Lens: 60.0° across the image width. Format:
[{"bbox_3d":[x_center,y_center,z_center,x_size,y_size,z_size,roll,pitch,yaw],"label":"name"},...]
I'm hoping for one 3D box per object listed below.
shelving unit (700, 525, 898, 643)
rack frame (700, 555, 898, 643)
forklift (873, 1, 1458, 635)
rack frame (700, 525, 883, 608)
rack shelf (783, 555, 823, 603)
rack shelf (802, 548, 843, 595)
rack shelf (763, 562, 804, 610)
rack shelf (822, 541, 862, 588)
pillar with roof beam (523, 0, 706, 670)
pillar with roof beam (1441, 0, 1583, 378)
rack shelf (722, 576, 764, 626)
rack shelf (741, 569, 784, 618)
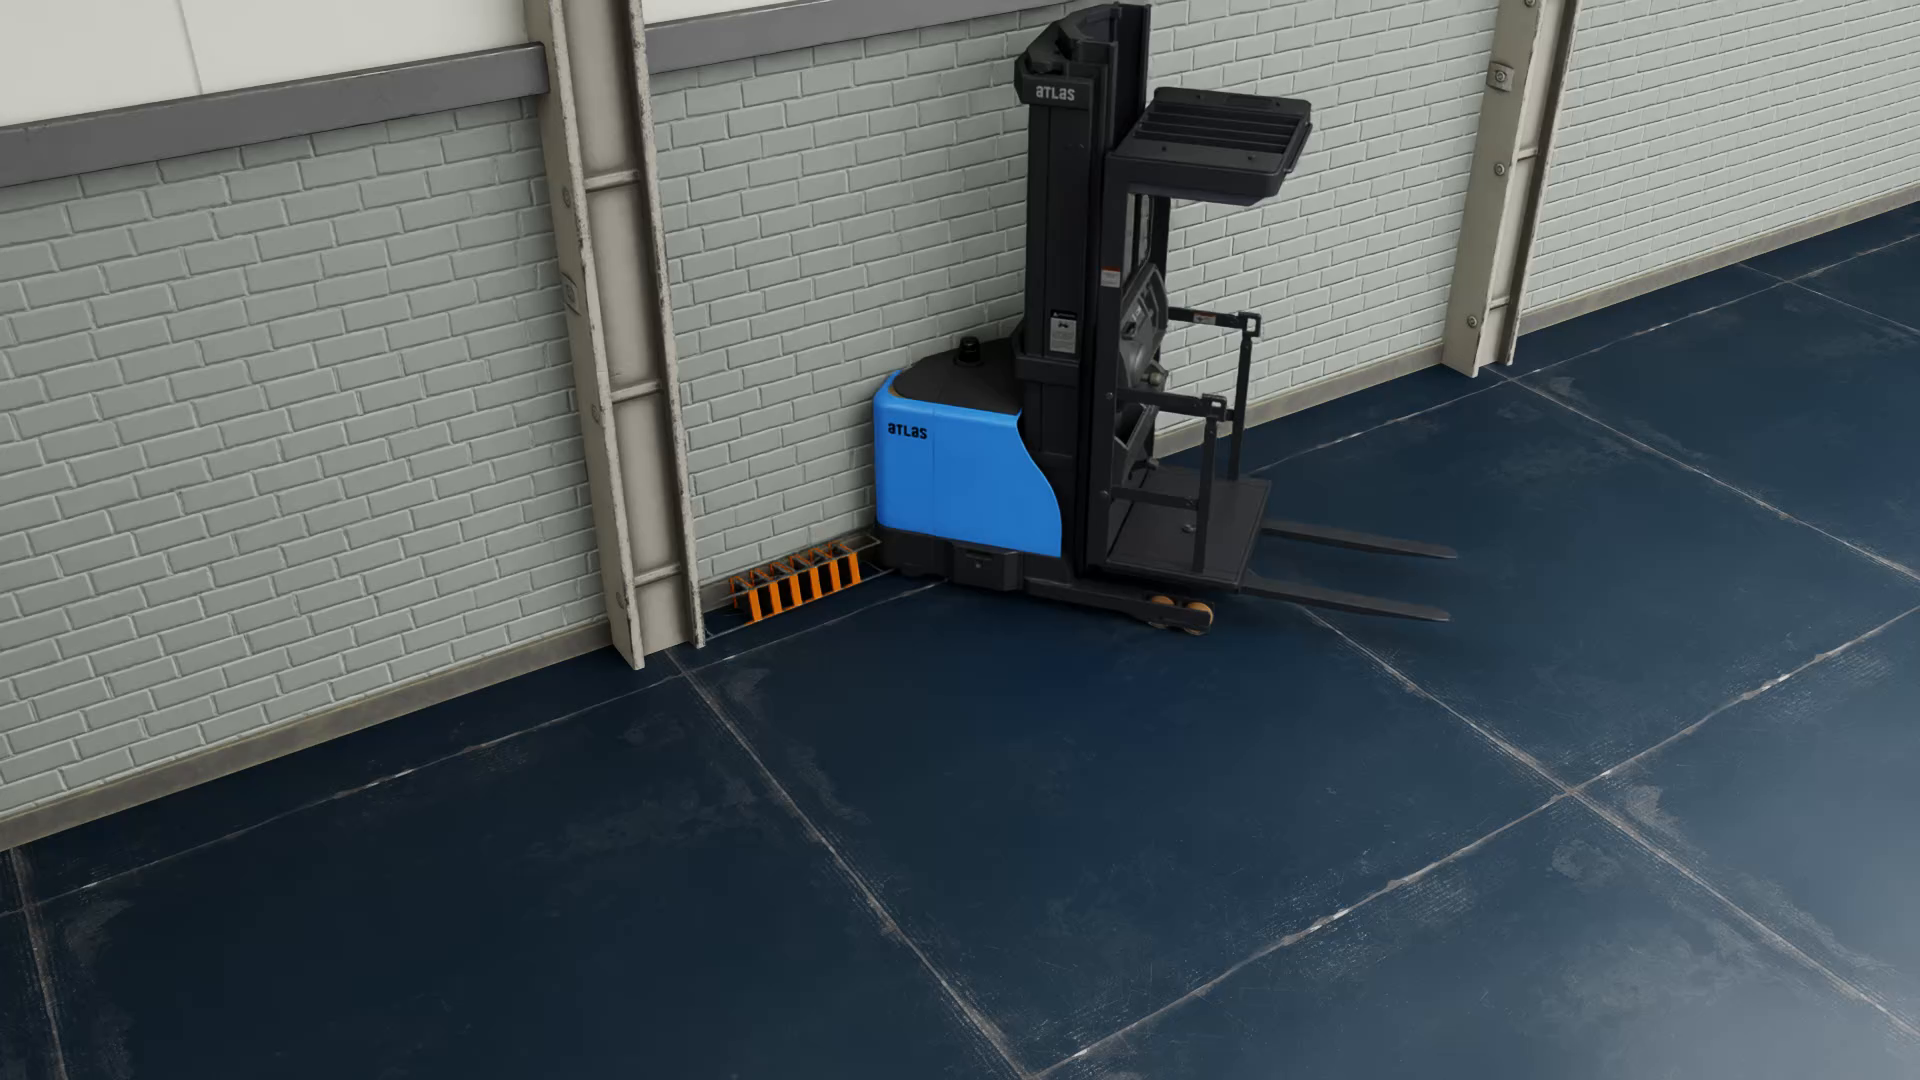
[{"bbox_3d":[-0.907,0.223,8.819,1.200,0.189,0.258,-21,27,-28],"label":"shelving unit"},{"bbox_3d":[-0.897,0.306,8.856,1.200,0.006,0.240,-21,27,-28],"label":"rack frame"},{"bbox_3d":[1.111,-1.069,8.319,3.031,2.935,1.130,10,34,15],"label":"forklift"},{"bbox_3d":[-0.917,0.140,8.782,1.200,0.006,0.240,-21,27,-28],"label":"rack frame"},{"bbox_3d":[-0.845,0.199,8.854,0.103,0.180,0.258,-21,27,-28],"label":"rack shelf"},{"bbox_3d":[-0.746,0.162,8.911,0.103,0.180,0.258,-21,27,-28],"label":"rack shelf"},{"bbox_3d":[-0.944,0.236,8.798,0.103,0.180,0.258,-21,27,-28],"label":"rack shelf"},{"bbox_3d":[-0.647,0.125,8.968,0.103,0.180,0.258,-21,27,-28],"label":"rack shelf"},{"bbox_3d":[0.785,-1.348,3.074,0.400,9.000,9.100,-19,37,-27],"label":"pillar with roof beam"},{"bbox_3d":[5.828,-3.082,5.823,0.400,9.000,9.100,-19,37,-27],"label":"pillar with roof beam"},{"bbox_3d":[-1.142,0.311,8.685,0.103,0.180,0.258,-21,27,-28],"label":"rack shelf"},{"bbox_3d":[-1.043,0.274,8.741,0.103,0.180,0.258,-21,27,-28],"label":"rack shelf"}]
